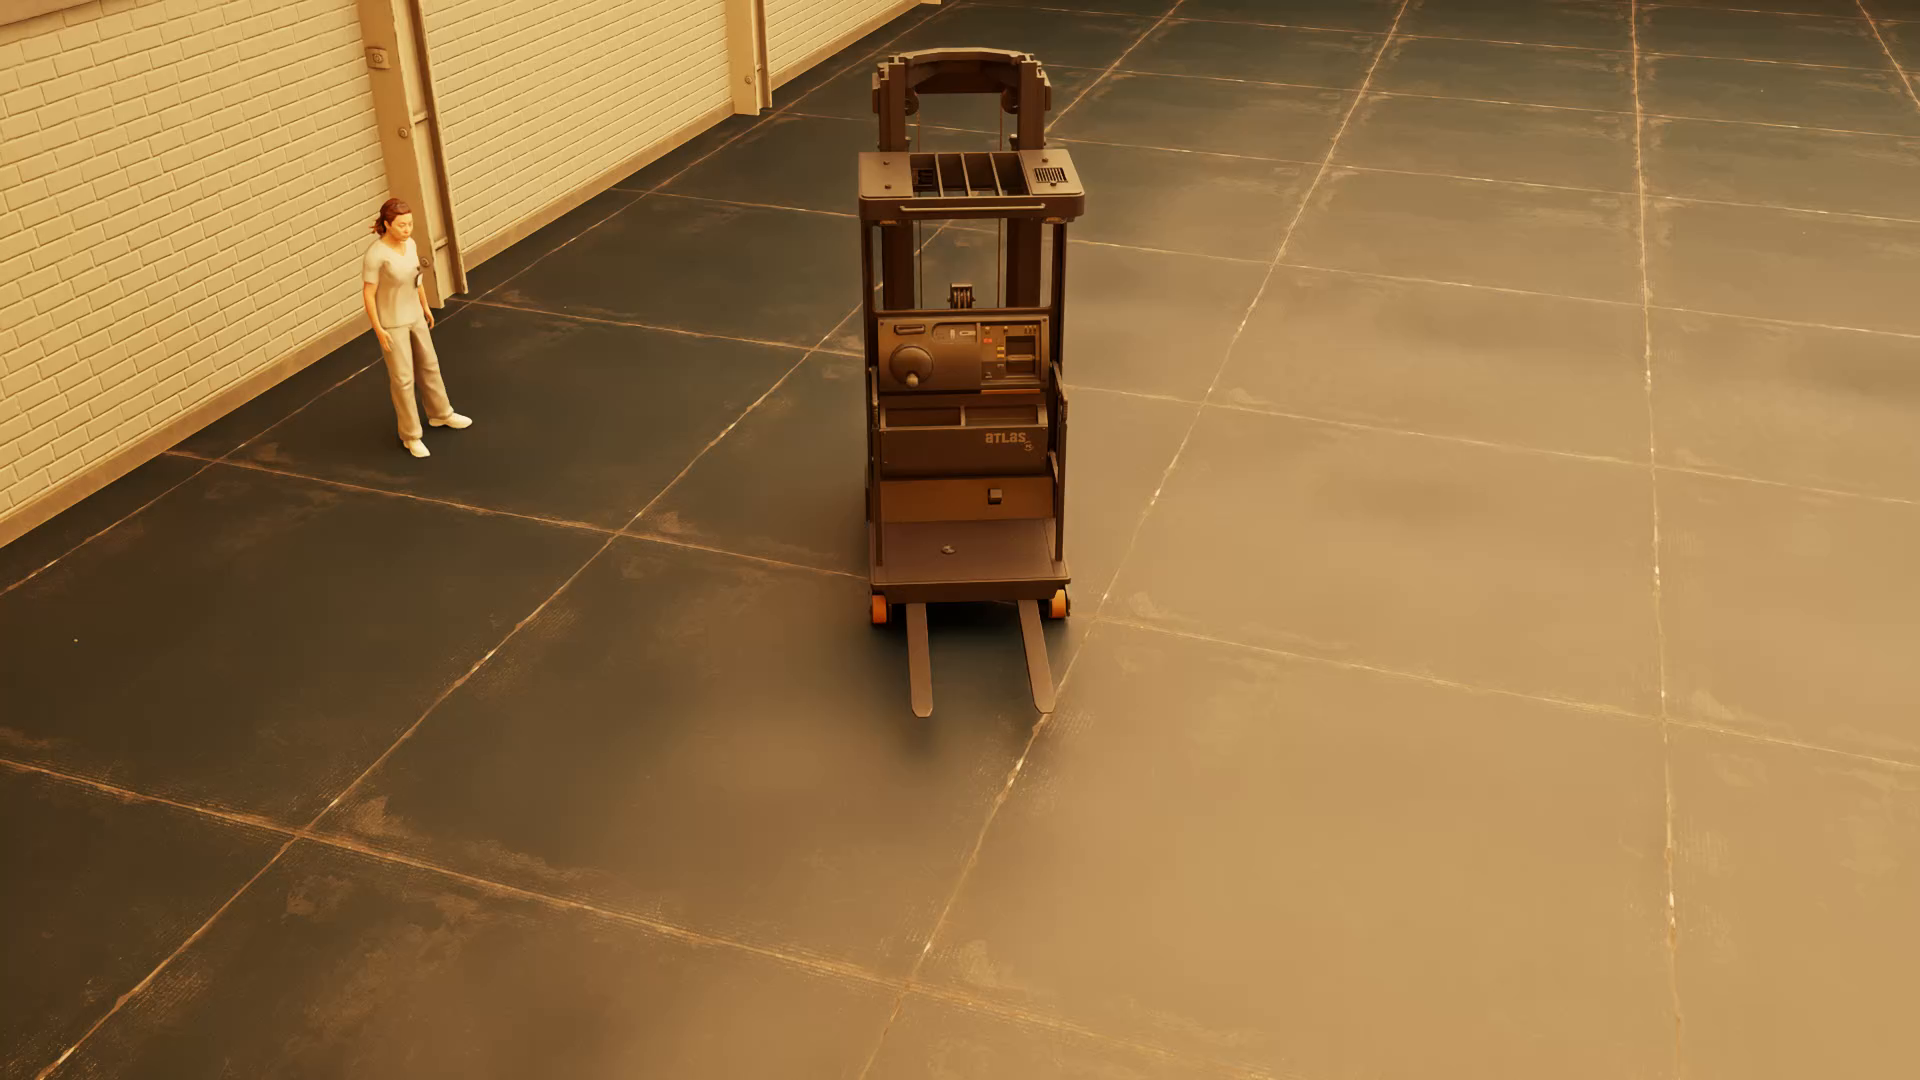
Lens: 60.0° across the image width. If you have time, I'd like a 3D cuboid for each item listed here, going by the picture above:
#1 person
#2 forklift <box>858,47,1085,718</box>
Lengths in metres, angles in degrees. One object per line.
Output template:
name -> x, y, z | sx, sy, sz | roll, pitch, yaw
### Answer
person -> -3.612, -1.423, 10.904 | 0.399, 1.680, 0.571 | 13, 32, 21
forklift -> 0.035, -0.972, 8.842 | 1.130, 2.935, 3.031 | -2, 30, -3
